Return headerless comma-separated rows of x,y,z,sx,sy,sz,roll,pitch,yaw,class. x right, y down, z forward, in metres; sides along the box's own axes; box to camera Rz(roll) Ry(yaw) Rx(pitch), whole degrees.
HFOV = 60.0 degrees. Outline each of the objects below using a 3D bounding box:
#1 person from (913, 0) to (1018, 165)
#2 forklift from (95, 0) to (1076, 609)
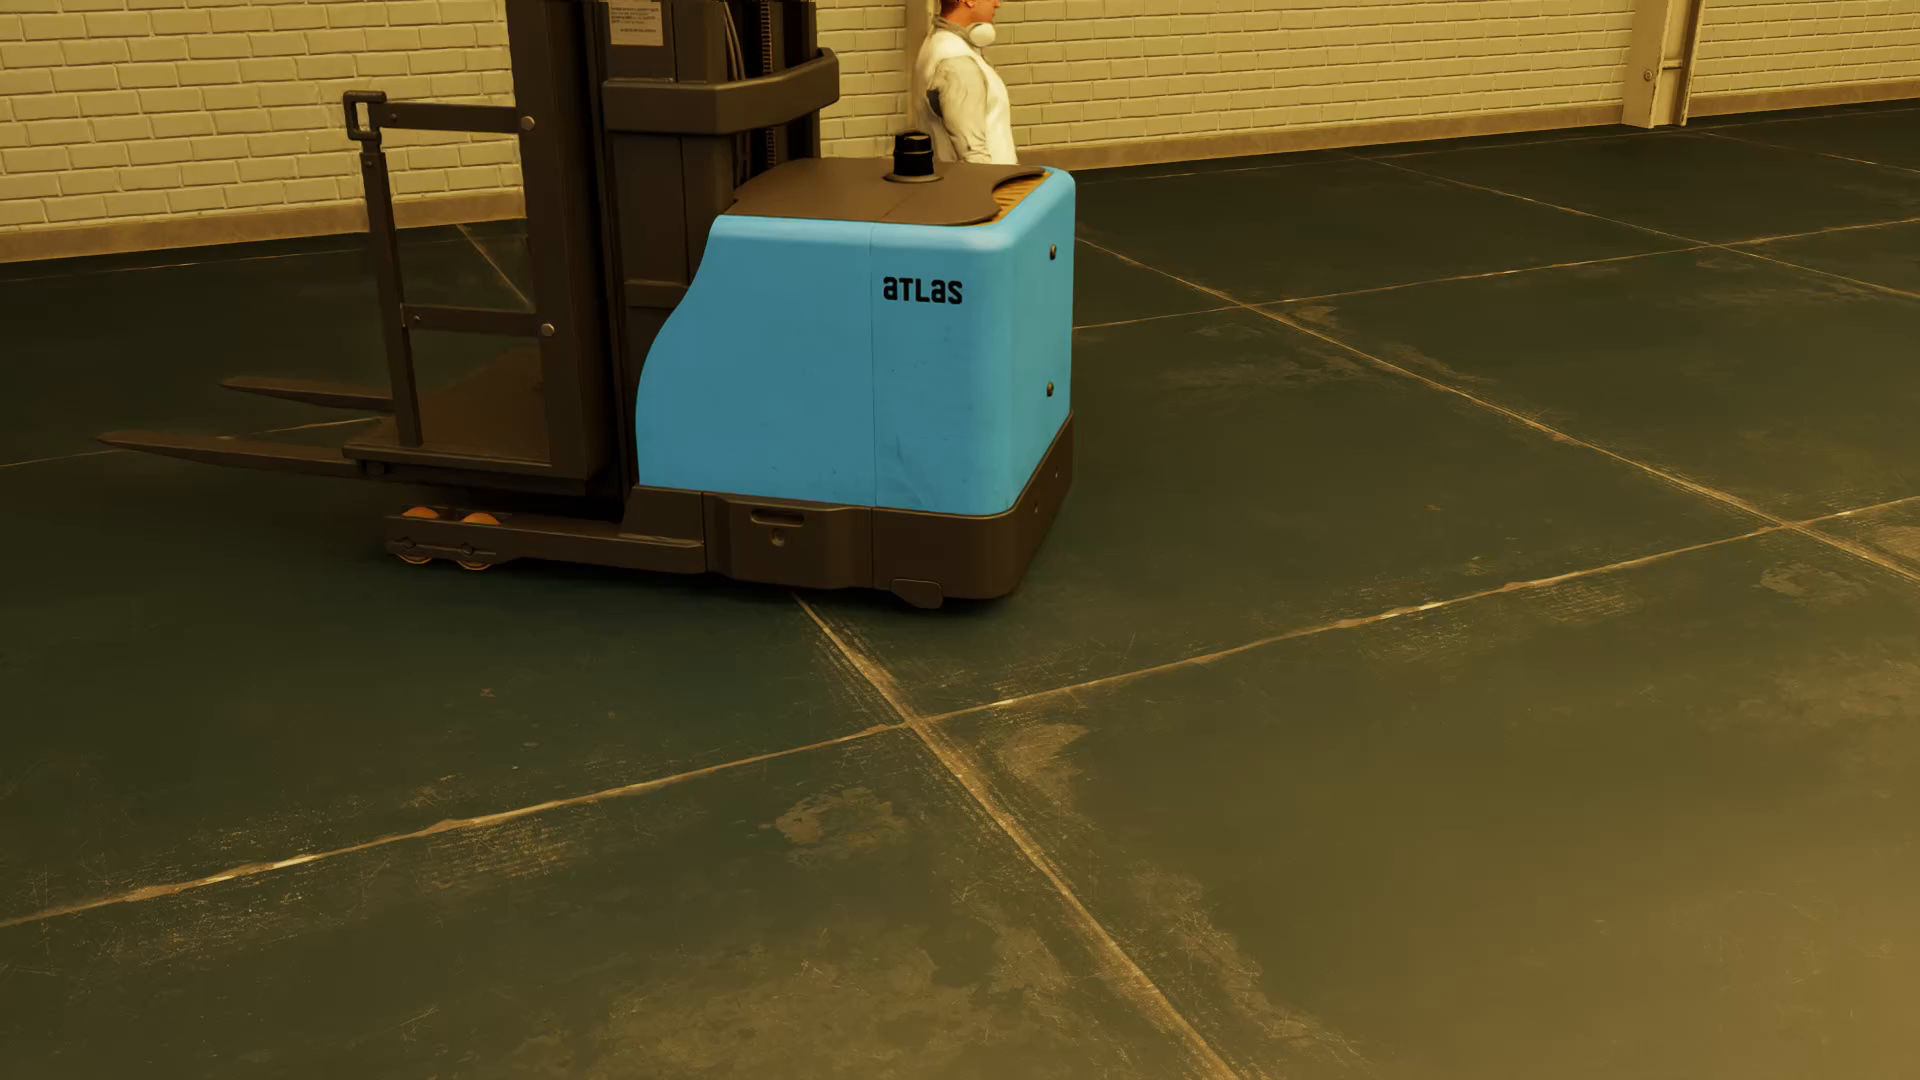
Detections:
0.077,-1.147,5.741,0.478,1.741,0.783,1,23,1,person
-1.213,-1.453,4.783,3.031,2.935,1.130,6,23,13,forklift
